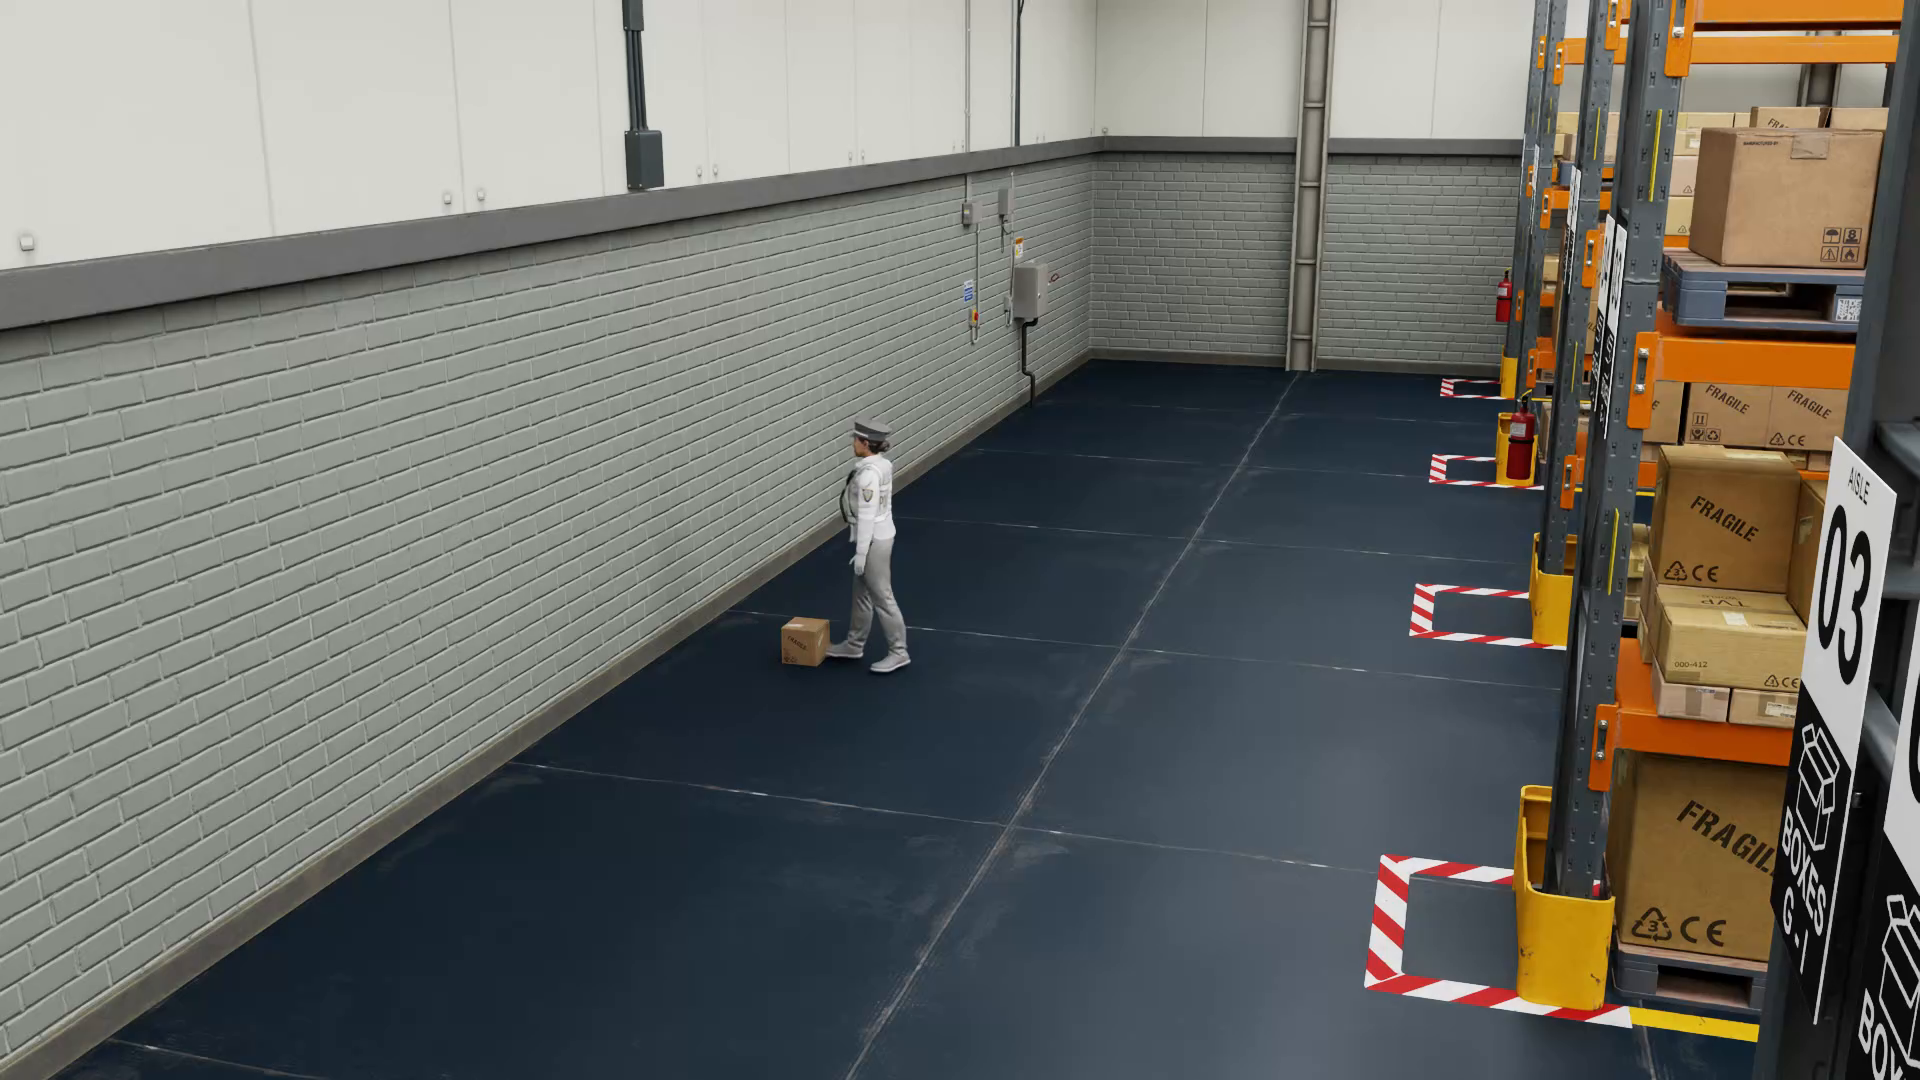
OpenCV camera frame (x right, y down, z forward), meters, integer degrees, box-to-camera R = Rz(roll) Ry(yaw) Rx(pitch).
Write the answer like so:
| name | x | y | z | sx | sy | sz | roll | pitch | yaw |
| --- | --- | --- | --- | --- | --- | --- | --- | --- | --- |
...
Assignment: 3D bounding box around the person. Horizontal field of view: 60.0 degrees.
| name | x | y | z | sx | sy | sz | roll | pitch | yaw |
| --- | --- | --- | --- | --- | --- | --- | --- | --- | --- |
| person | -0.641 | 0.024 | 10.867 | 0.628 | 1.672 | 0.509 | 2 | 15 | 6 |
